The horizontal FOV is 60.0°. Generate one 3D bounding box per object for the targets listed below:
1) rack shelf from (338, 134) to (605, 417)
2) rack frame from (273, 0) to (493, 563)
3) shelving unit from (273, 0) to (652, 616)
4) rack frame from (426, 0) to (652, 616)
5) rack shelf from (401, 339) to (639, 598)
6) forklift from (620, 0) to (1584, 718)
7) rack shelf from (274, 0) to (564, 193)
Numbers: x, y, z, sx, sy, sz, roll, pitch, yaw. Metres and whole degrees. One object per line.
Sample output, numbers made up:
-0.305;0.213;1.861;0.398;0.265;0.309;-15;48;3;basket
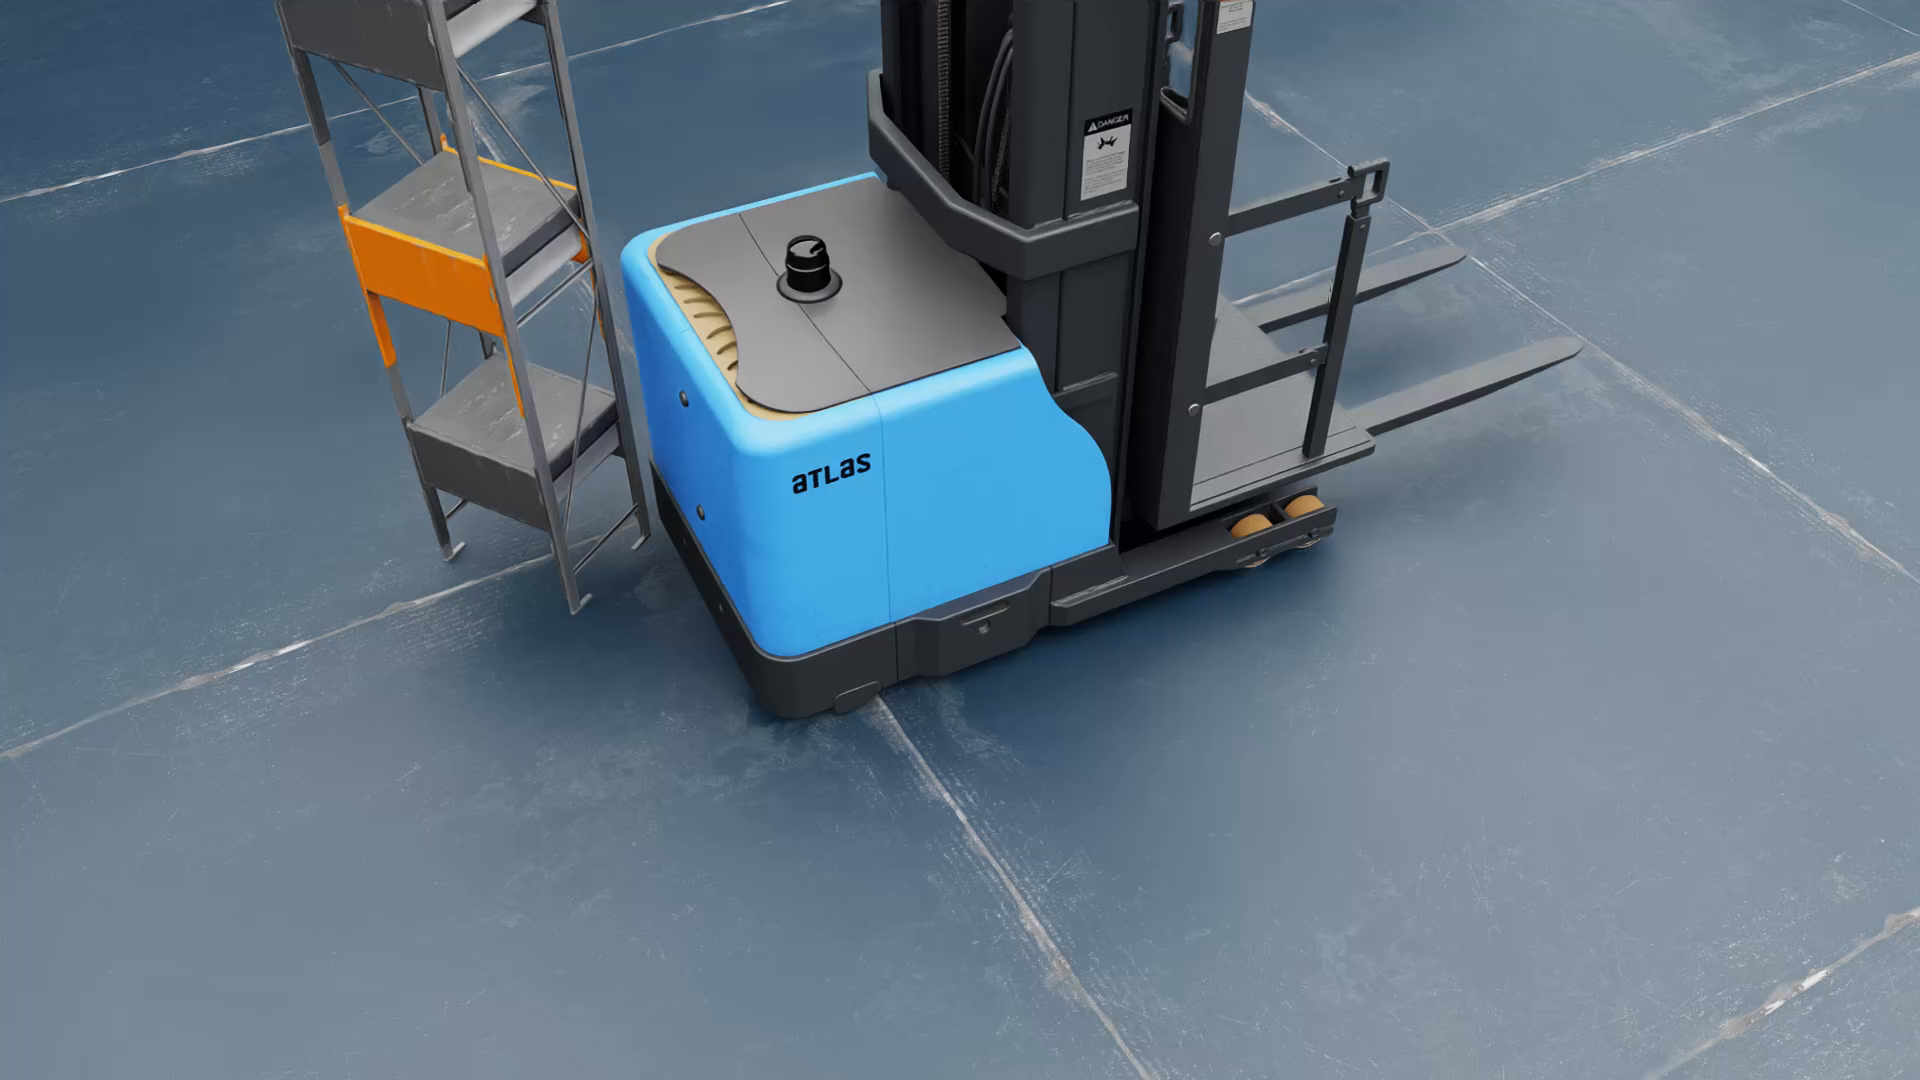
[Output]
-1.292;-0.719;4.502;0.480;0.518;0.431;20;48;19;rack shelf
-1.509;-0.807;4.574;0.015;2.100;0.400;20;48;19;rack frame
-1.292;-0.728;4.493;0.503;2.100;0.431;20;48;19;shelving unit
-1.076;-0.650;4.412;0.015;2.100;0.400;20;48;19;rack frame
-1.292;-0.216;4.990;0.480;0.518;0.431;20;48;19;rack shelf
0.602;-1.277;4.461;3.031;2.935;1.130;-19;47;-19;forklift
-1.292;-1.221;4.015;0.480;0.518;0.431;20;48;19;rack shelf
